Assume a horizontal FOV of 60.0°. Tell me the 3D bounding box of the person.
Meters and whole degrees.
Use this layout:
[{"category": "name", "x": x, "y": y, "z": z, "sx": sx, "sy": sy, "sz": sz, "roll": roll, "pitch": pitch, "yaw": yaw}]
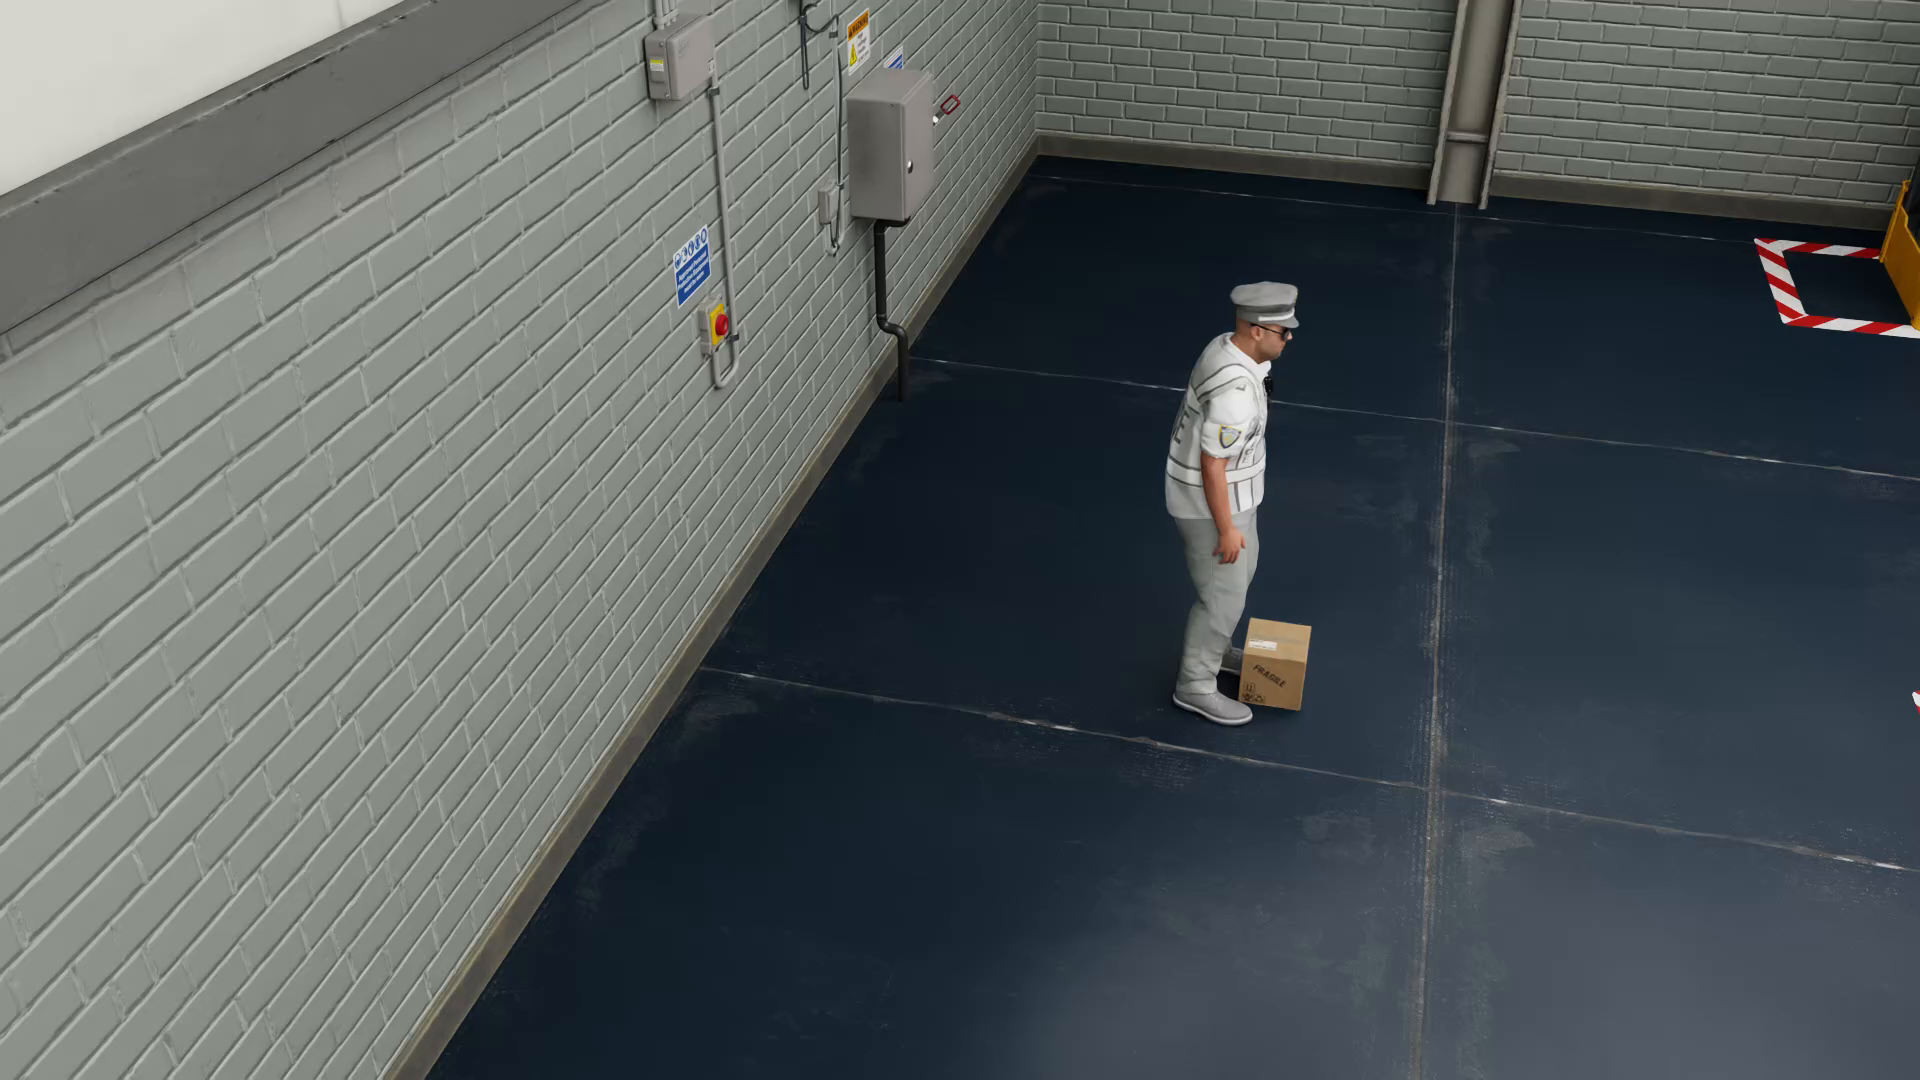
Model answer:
[{"category": "person", "x": 1.024, "y": -0.160, "z": 6.382, "sx": 0.478, "sy": 1.747, "sz": 0.584, "roll": 7, "pitch": 33, "yaw": 11}]
